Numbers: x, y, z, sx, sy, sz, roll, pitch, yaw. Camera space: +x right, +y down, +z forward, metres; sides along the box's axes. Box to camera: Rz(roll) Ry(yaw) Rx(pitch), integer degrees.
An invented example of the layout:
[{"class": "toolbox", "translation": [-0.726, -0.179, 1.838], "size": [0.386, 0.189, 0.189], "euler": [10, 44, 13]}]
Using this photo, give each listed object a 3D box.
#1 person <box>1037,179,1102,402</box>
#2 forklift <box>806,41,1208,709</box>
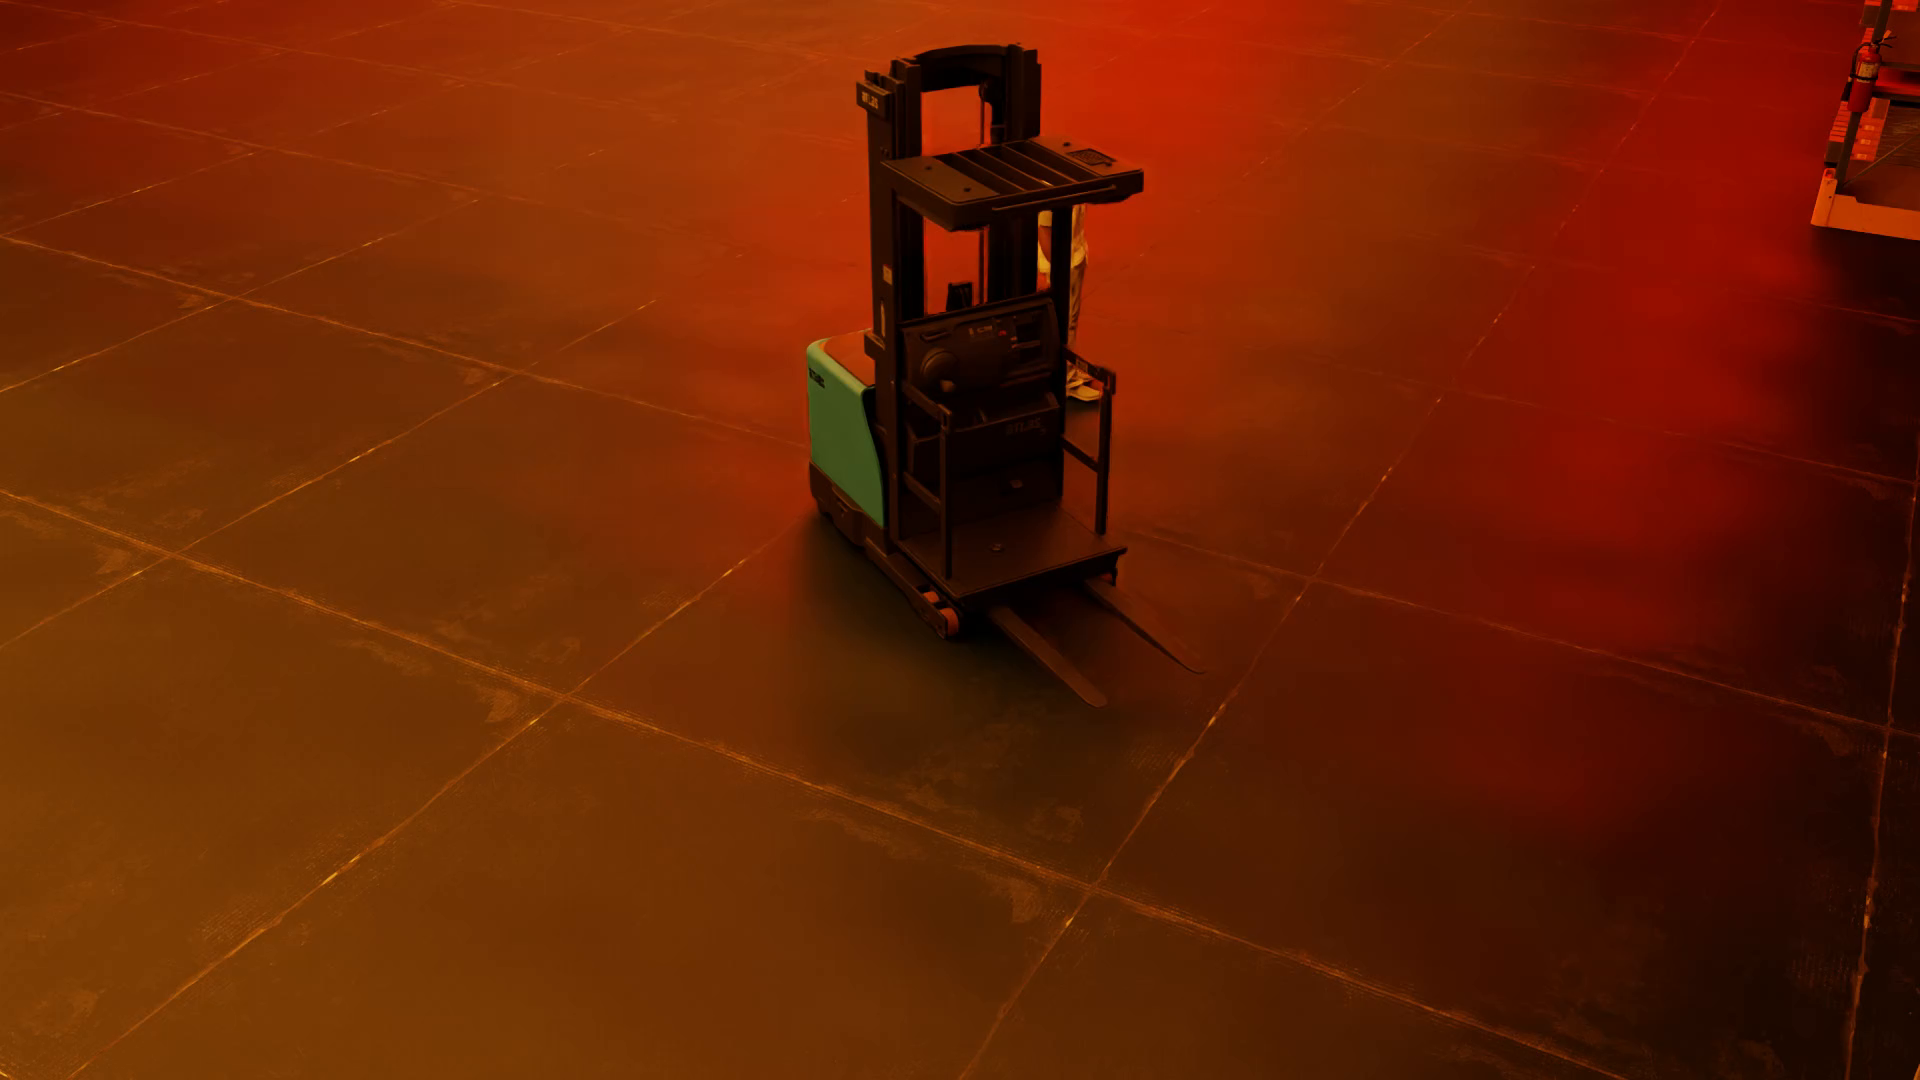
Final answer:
[{"class": "person", "translation": [0.796, -1.907, 11.511], "size": [0.578, 1.784, 0.663], "euler": [9, 31, 15]}, {"class": "forklift", "translation": [0.228, -0.995, 8.795], "size": [1.130, 2.935, 3.031], "euler": [-16, 33, -25]}]
